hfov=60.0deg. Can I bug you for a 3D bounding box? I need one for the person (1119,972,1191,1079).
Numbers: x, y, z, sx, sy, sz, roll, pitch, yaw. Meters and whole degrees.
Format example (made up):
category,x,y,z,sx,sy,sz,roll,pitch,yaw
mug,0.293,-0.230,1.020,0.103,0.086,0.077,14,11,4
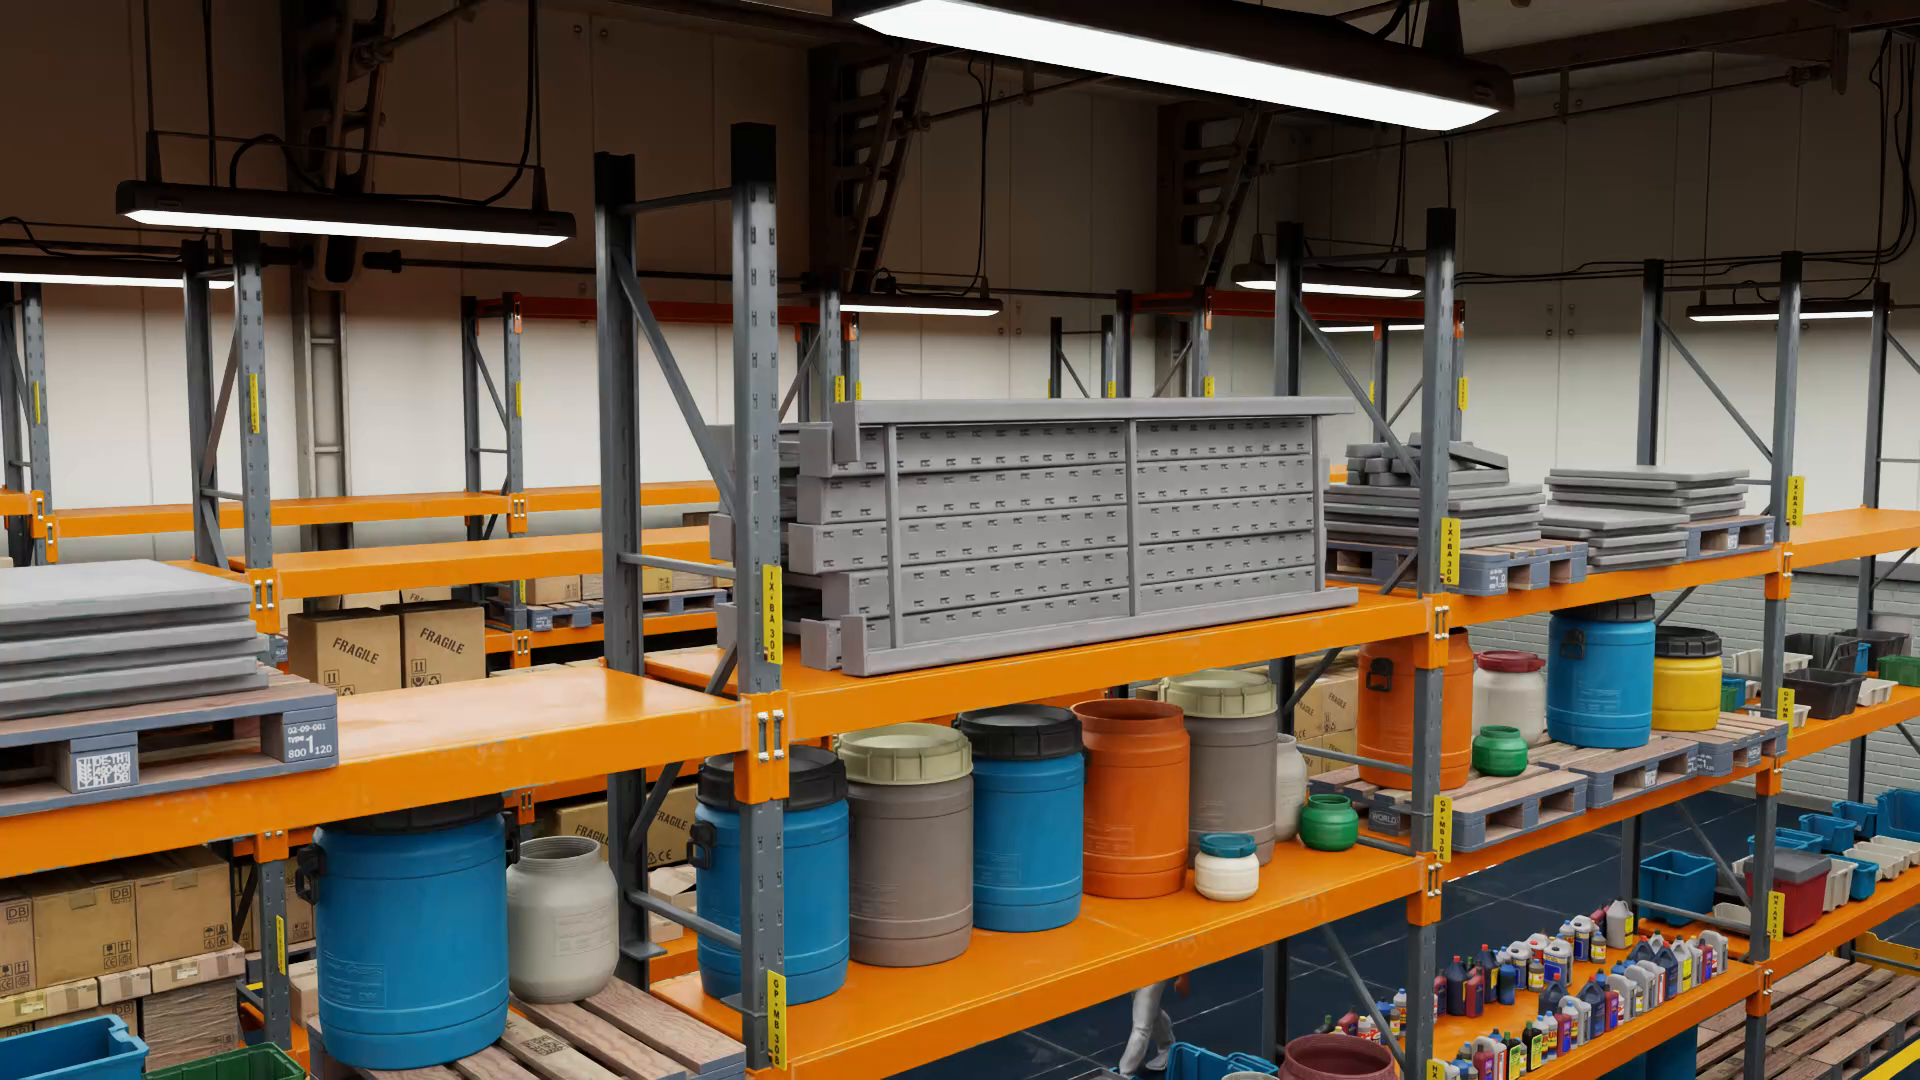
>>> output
category,x,y,z,sx,sy,sz,roll,pitch,yaw
person,1.273,3.144,12.141,1.082,1.700,0.579,-4,7,-37
